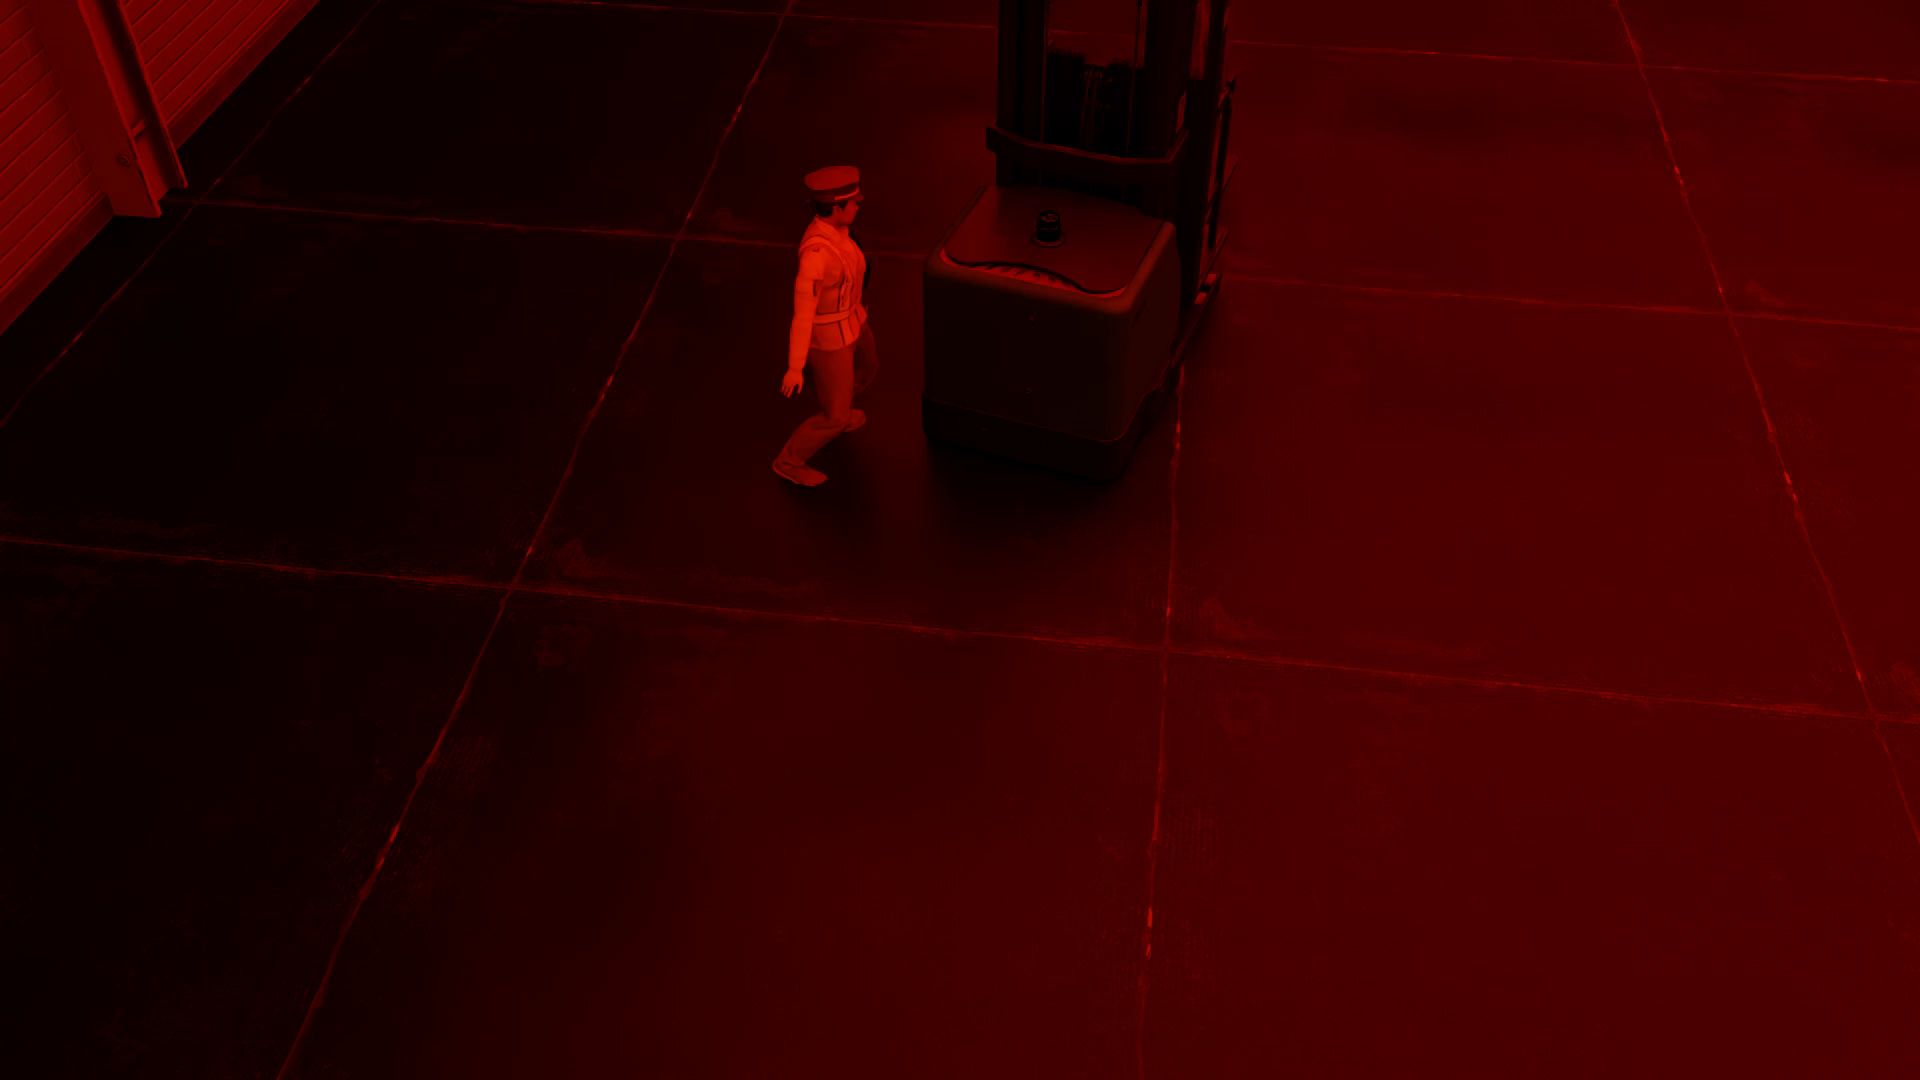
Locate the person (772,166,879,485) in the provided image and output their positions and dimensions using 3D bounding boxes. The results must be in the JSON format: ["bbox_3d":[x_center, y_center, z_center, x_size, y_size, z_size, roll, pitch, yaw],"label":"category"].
[{"bbox_3d":[-0.671,-0.957,7.783,0.463,1.626,0.815,8,43,9],"label":"person"}]

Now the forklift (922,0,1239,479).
[{"bbox_3d":[0.821,-2.383,8.318,1.130,2.935,3.031,15,45,16],"label":"forklift"}]
